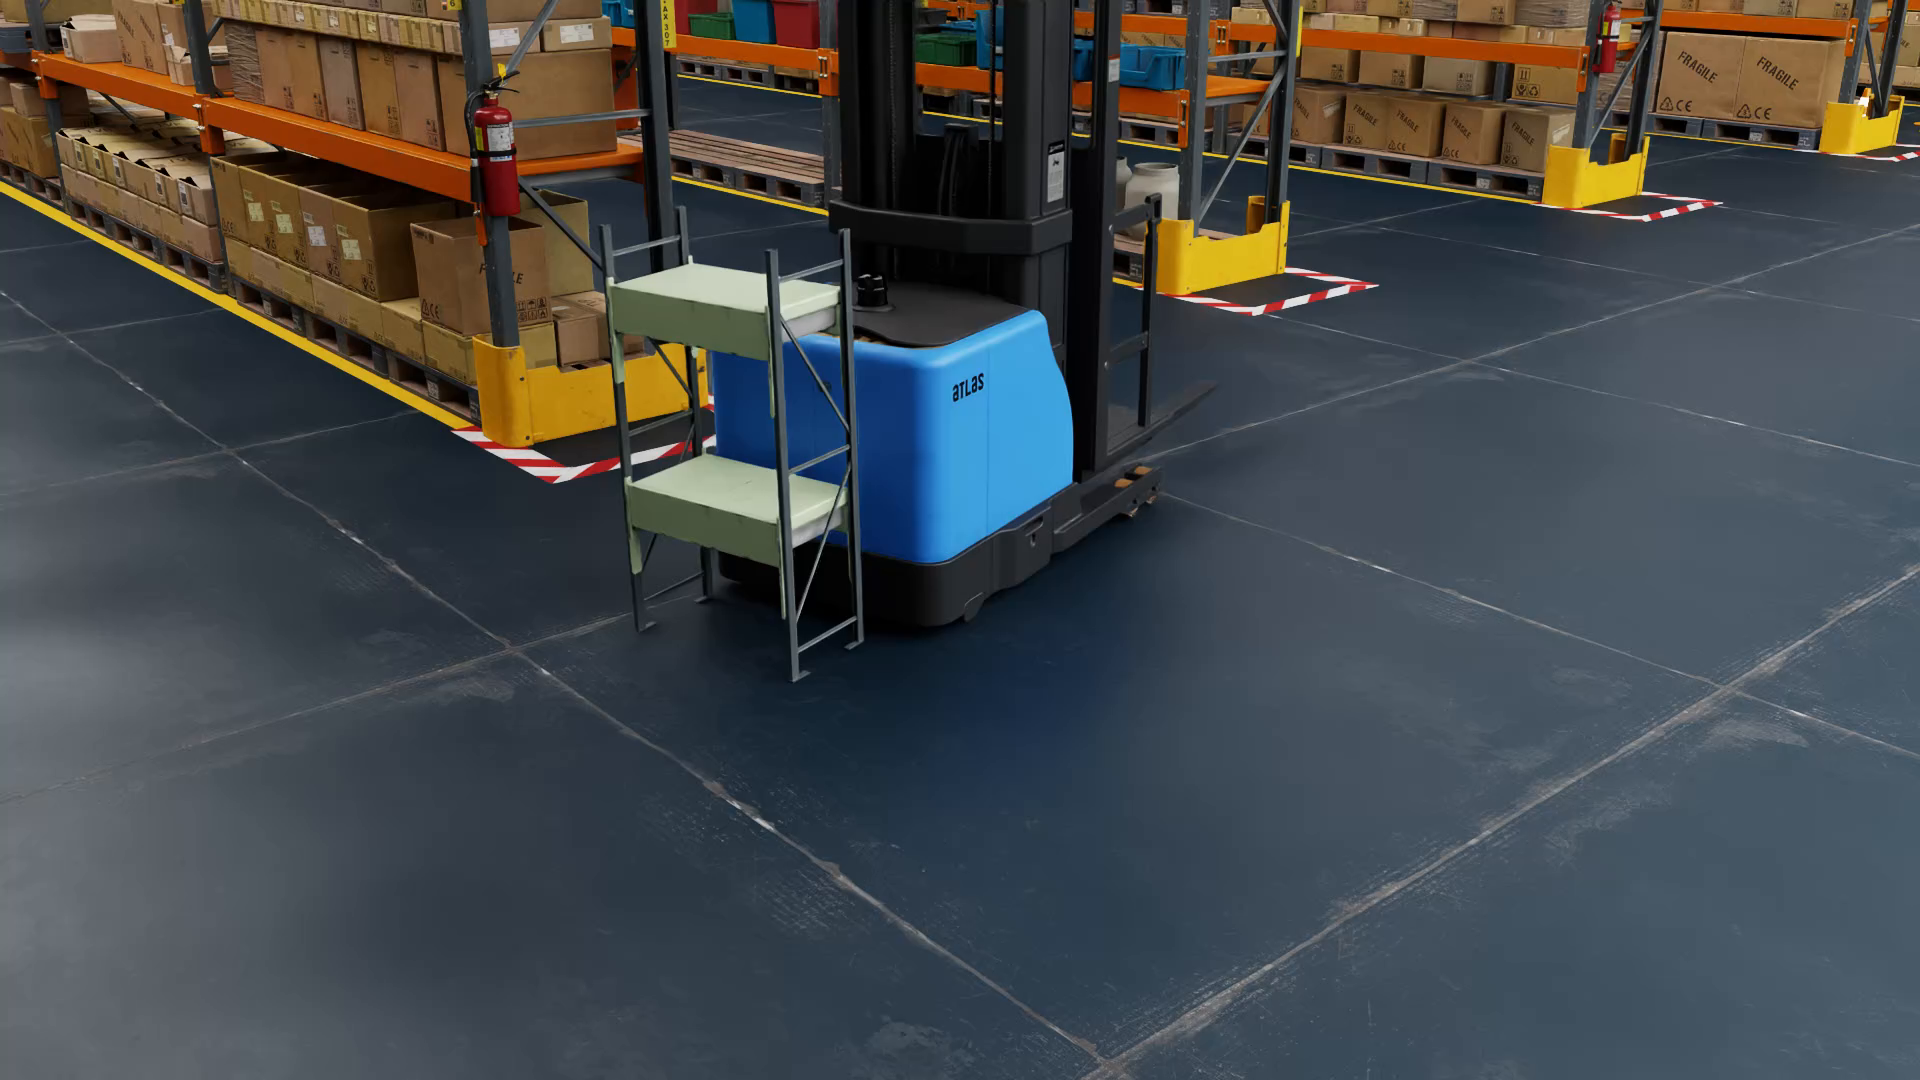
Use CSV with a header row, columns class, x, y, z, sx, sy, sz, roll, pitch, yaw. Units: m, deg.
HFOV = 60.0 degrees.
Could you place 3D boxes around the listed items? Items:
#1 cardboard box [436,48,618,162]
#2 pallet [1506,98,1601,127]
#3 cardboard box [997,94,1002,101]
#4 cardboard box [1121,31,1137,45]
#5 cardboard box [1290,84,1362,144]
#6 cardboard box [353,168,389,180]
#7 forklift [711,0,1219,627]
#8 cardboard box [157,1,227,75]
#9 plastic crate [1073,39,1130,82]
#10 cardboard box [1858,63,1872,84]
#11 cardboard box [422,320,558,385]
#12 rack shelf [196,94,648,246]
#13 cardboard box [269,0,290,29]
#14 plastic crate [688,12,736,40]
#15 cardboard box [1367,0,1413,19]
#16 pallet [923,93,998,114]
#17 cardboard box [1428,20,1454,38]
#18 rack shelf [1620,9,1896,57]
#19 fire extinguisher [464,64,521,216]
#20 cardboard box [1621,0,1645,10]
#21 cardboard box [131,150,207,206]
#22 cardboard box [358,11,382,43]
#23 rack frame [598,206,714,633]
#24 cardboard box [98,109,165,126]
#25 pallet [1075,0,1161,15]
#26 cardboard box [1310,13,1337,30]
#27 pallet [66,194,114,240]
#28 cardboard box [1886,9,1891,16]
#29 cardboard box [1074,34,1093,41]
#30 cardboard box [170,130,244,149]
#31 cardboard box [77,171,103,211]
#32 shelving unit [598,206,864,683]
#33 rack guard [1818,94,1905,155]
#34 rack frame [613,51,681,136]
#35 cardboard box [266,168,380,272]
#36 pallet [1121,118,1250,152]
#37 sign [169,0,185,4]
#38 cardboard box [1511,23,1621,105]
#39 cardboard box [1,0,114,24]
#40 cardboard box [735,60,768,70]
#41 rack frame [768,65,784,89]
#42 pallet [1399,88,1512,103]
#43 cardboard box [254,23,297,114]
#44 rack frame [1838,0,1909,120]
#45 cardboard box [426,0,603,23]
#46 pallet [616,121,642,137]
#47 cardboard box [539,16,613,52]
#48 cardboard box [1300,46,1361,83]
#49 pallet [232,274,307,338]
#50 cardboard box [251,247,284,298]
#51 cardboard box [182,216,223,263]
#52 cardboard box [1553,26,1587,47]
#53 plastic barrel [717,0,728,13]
class,x,y,z,sx,sy,sz,roll,pitch,yaw
cardboard box,-2.174,-2.209,8.374,0.700,0.500,0.500,-17,27,-37
pallet,7.278,-5.119,19.763,1.003,0.211,1.213,-17,27,-37
cardboard box,0.859,-5.459,19.632,0.700,0.500,0.500,-19,28,-40
cardboard box,2.599,-7.333,24.445,0.500,0.500,0.500,-17,27,-37
cardboard box,3.628,-4.248,16.569,0.500,0.500,0.500,-9,23,-21
cardboard box,-3.375,-2.046,10.261,0.500,0.500,0.500,-17,27,-37
forklift,0.247,-1.543,6.904,1.130,2.935,3.031,12,25,28
cardboard box,-5.323,-3.544,11.782,0.500,0.500,0.500,-15,26,-34
plastic crate,0.903,-3.387,11.723,0.499,0.251,0.408,-17,27,-37
cardboard box,11.726,-6.110,21.665,0.500,0.250,0.500,-19,28,-39
cardboard box,-2.453,-1.024,8.679,0.500,0.250,0.500,-17,27,-37
rack shelf,-3.184,-2.248,9.597,1.077,0.370,4.000,-17,27,-37
cardboard box,-3.794,-3.082,9.713,0.380,0.149,0.250,-19,28,-39
plastic crate,-2.086,-4.629,14.981,0.450,0.188,0.662,-17,27,-37
cardboard box,4.262,-5.130,15.424,0.875,0.500,0.500,-17,27,-37
pallet,-0.051,-5.535,20.827,1.003,0.211,1.213,-17,27,-37
cardboard box,4.458,-4.642,15.067,0.380,0.149,0.250,-17,27,-37
rack shelf,8.146,-5.758,18.559,1.077,0.370,4.000,-17,27,-37
fire extinguisher,-2.154,-1.851,7.704,0.296,0.674,0.183,-17,27,-37
cardboard box,7.730,-6.293,18.732,0.875,0.550,0.550,-17,27,-37
cardboard box,-5.640,-2.636,12.028,0.500,0.311,0.500,-18,27,-38
cardboard box,-2.946,-2.724,8.800,0.380,0.149,0.250,-16,27,-36
rack frame,-1.080,-0.418,5.984,0.023,1.500,0.400,14,26,32
cardboard box,-7.181,-3.476,14.569,0.500,0.500,0.500,-16,27,-35
pallet,1.729,-5.972,18.380,1.003,0.211,1.213,-17,27,-37
cardboard box,3.570,-4.965,15.891,0.380,0.149,0.250,-17,27,-37
pallet,-6.593,-2.706,13.603,1.003,0.211,1.213,-17,27,-37
cardboard box,11.792,-6.702,21.258,0.380,0.149,0.250,-16,27,-35
cardboard box,1.220,-5.666,19.133,0.500,0.250,0.500,-14,25,-32
cardboard box,-5.901,-3.049,13.081,0.500,0.311,0.500,-18,27,-38
cardboard box,-6.653,-2.803,13.222,0.500,0.250,0.500,-18,28,-39
shelving unit,-0.778,-0.342,5.791,0.755,1.500,0.431,14,26,32
rack guard,9.468,-4.370,17.456,1.175,0.500,0.348,-17,27,-37
rack frame,-3.346,-5.419,16.707,1.000,3.000,0.127,-17,27,-37
cardboard box,-3.772,-1.921,9.942,0.500,0.500,0.500,-17,27,-37
pallet,2.508,-4.409,17.952,1.003,0.211,1.213,-17,27,-37
sign,-4.895,-3.506,10.344,0.100,0.325,0.005,-17,27,-37
cardboard box,7.198,-5.662,19.663,0.875,0.875,0.875,-17,27,-37
cardboard box,-7.597,-4.630,13.980,0.500,0.500,0.700,12,24,28
cardboard box,-2.575,-7.111,23.364,0.875,0.875,0.875,-17,27,-37
rack frame,-2.205,-7.703,22.539,1.000,3.000,0.127,-17,27,-37
pallet,6.280,-5.543,20.846,1.003,0.211,1.213,-17,27,-37
cardboard box,-3.846,-2.917,10.181,0.700,0.500,0.500,-18,28,-38
rack frame,9.452,-5.541,17.017,1.000,3.000,0.127,-17,27,-37
cardboard box,-2.208,-2.828,8.175,0.700,0.500,0.500,-17,27,-37
pallet,-3.892,-4.329,17.746,1.003,0.211,1.213,-17,27,-37
cardboard box,-1.972,-2.539,8.327,0.380,0.149,0.250,-18,27,-38
cardboard box,5.132,-6.469,21.895,1.050,0.750,0.750,-17,27,-37
pallet,-4.003,-1.608,10.799,1.003,0.211,1.213,-17,27,-37
cardboard box,-4.094,-1.711,10.435,0.500,0.250,0.500,-17,27,-37
cardboard box,-4.980,-2.097,11.418,0.500,0.250,0.500,-18,28,-38
cardboard box,5.286,-4.300,14.195,0.380,0.149,0.250,-17,27,-37
plastic barrel,-2.238,-5.121,15.793,0.421,0.512,0.421,0,21,0
